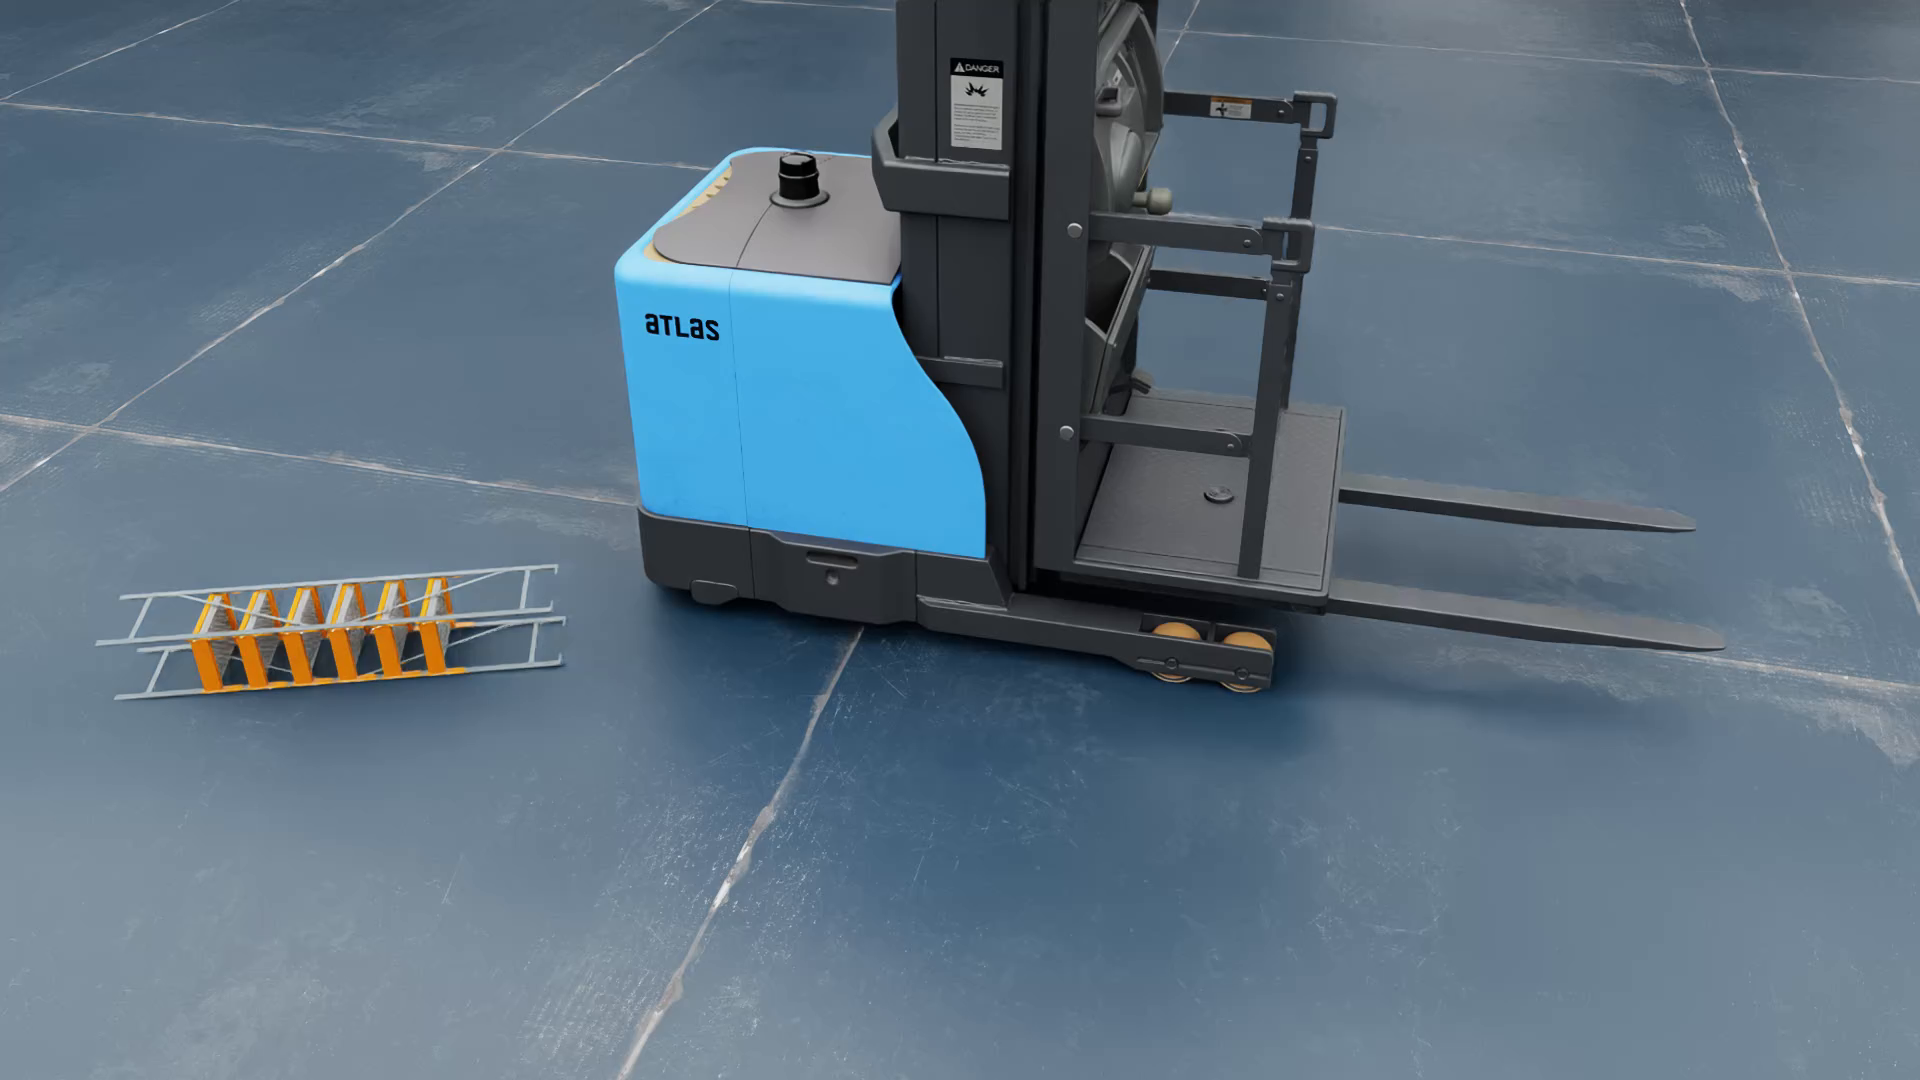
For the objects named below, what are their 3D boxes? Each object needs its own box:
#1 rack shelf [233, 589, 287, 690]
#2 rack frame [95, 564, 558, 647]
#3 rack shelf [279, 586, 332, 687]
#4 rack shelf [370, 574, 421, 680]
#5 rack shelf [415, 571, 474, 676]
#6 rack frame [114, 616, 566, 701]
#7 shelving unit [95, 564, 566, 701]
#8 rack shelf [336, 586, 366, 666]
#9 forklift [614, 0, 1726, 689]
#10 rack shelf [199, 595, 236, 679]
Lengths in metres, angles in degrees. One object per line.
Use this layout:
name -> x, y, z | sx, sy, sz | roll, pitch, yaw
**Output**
rack shelf -> -1.930, 0.269, 4.647 | 0.103, 0.180, 0.258 | -4, 33, -6
rack frame -> -1.736, 0.177, 4.620 | 1.200, 0.006, 0.240 | -4, 33, -6
rack shelf -> -1.811, 0.260, 4.660 | 0.103, 0.180, 0.258 | -4, 33, -6
rack shelf -> -1.573, 0.243, 4.687 | 0.103, 0.180, 0.258 | -4, 33, -6
rack shelf -> -1.454, 0.234, 4.701 | 0.103, 0.180, 0.258 | -4, 33, -6
rack frame -> -1.736, 0.332, 4.718 | 1.200, 0.006, 0.240 | -4, 33, -6
shelving unit -> -1.736, 0.255, 4.669 | 1.200, 0.189, 0.258 | -4, 33, -6
rack shelf -> -1.712, 0.253, 4.672 | 0.020, 0.166, 0.199 | -4, 33, -6
forklift -> 0.630, -1.093, 4.320 | 3.031, 2.843, 1.129 | 8, 33, 12
rack shelf -> -2.069, 0.279, 4.631 | 0.020, 0.166, 0.199 | -4, 33, -6
